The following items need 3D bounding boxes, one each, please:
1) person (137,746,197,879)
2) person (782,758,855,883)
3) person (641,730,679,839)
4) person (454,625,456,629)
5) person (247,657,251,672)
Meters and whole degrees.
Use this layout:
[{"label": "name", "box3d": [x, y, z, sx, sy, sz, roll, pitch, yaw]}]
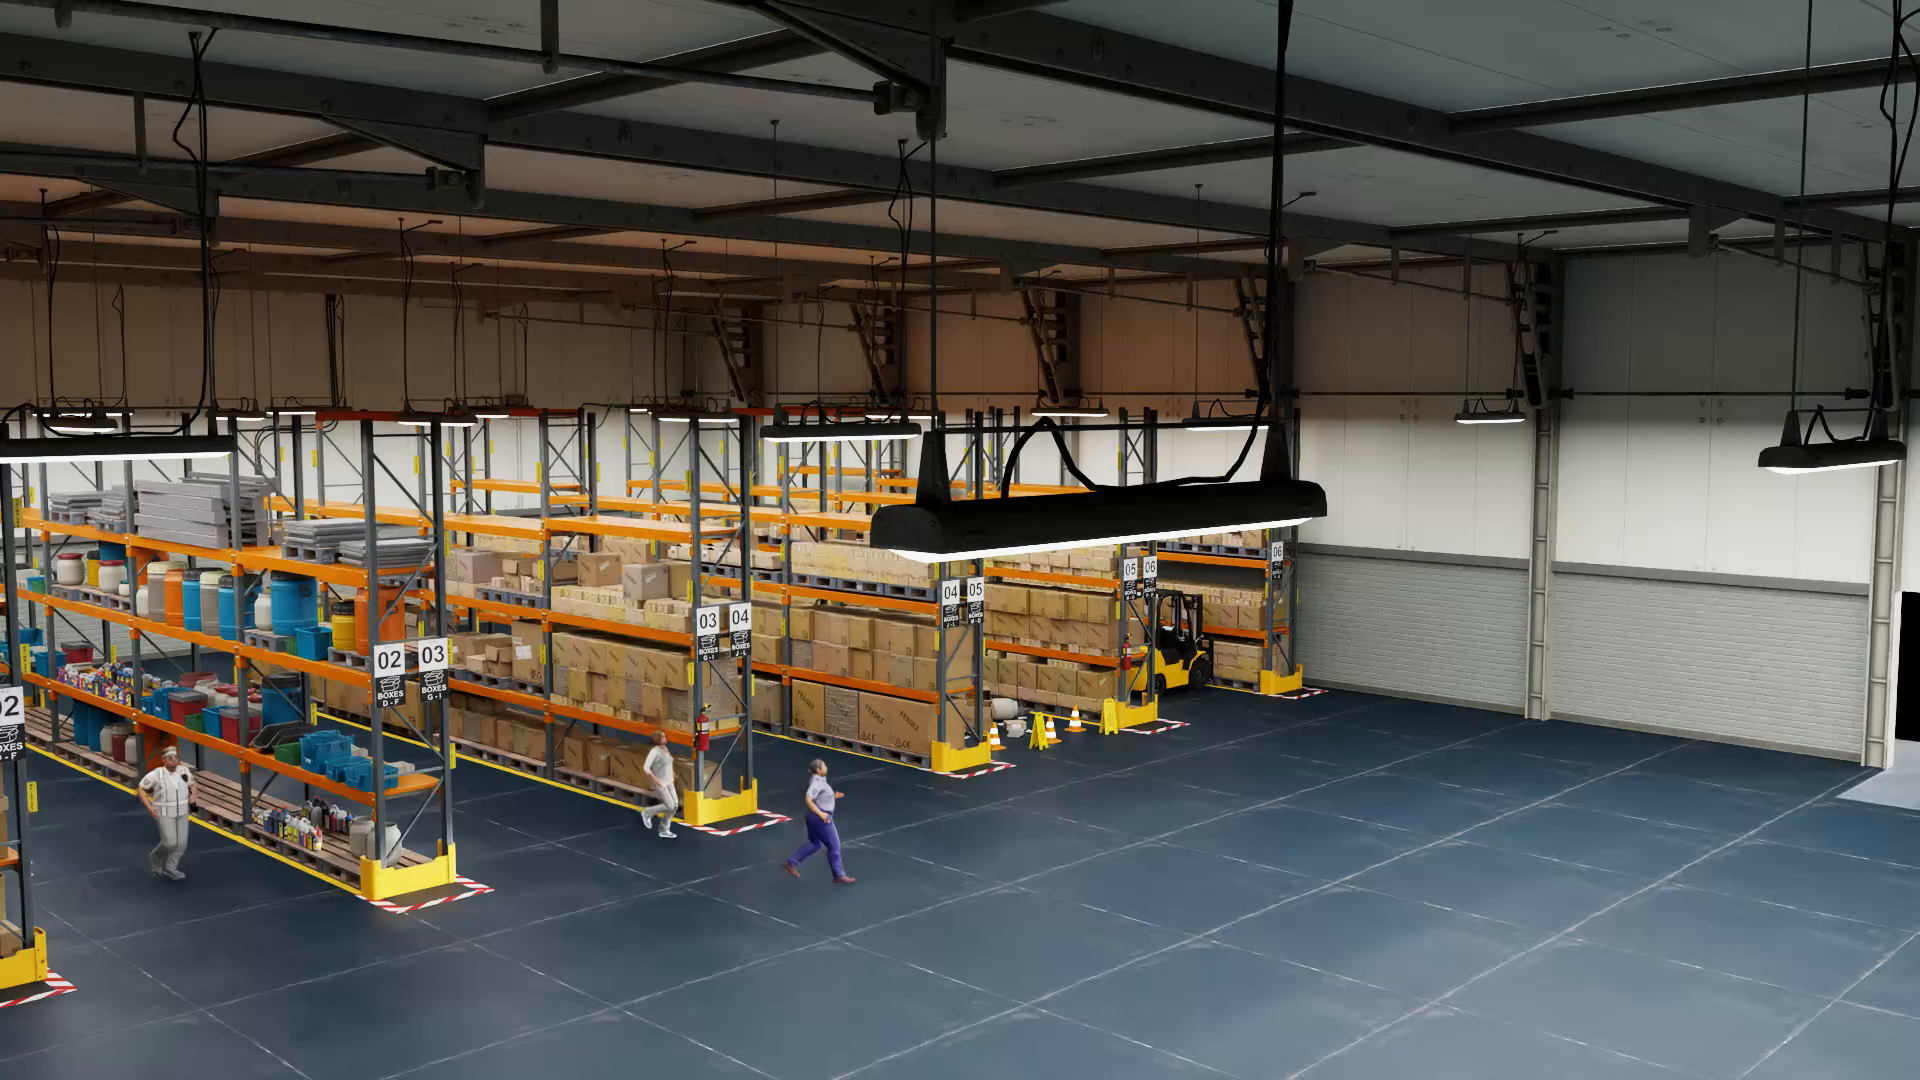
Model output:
[{"label": "person", "box3d": [-10.219, 3.542, 21.589, 0.563, 1.757, 0.710, 4, 7, 39]}, {"label": "person", "box3d": [-1.815, 3.608, 21.362, 0.934, 1.627, 0.613, -1, 5, -16]}, {"label": "person", "box3d": [-4.262, 3.471, 23.671, 0.517, 1.542, 0.535, 2, 5, 17]}, {"label": "person", "box3d": [-11.465, 2.257, 36.780, 0.606, 1.692, 0.793, -3, 6, -32]}, {"label": "person", "box3d": [-15.704, 2.205, 36.797, 0.684, 1.746, 0.515, 5, 7, 43]}]
